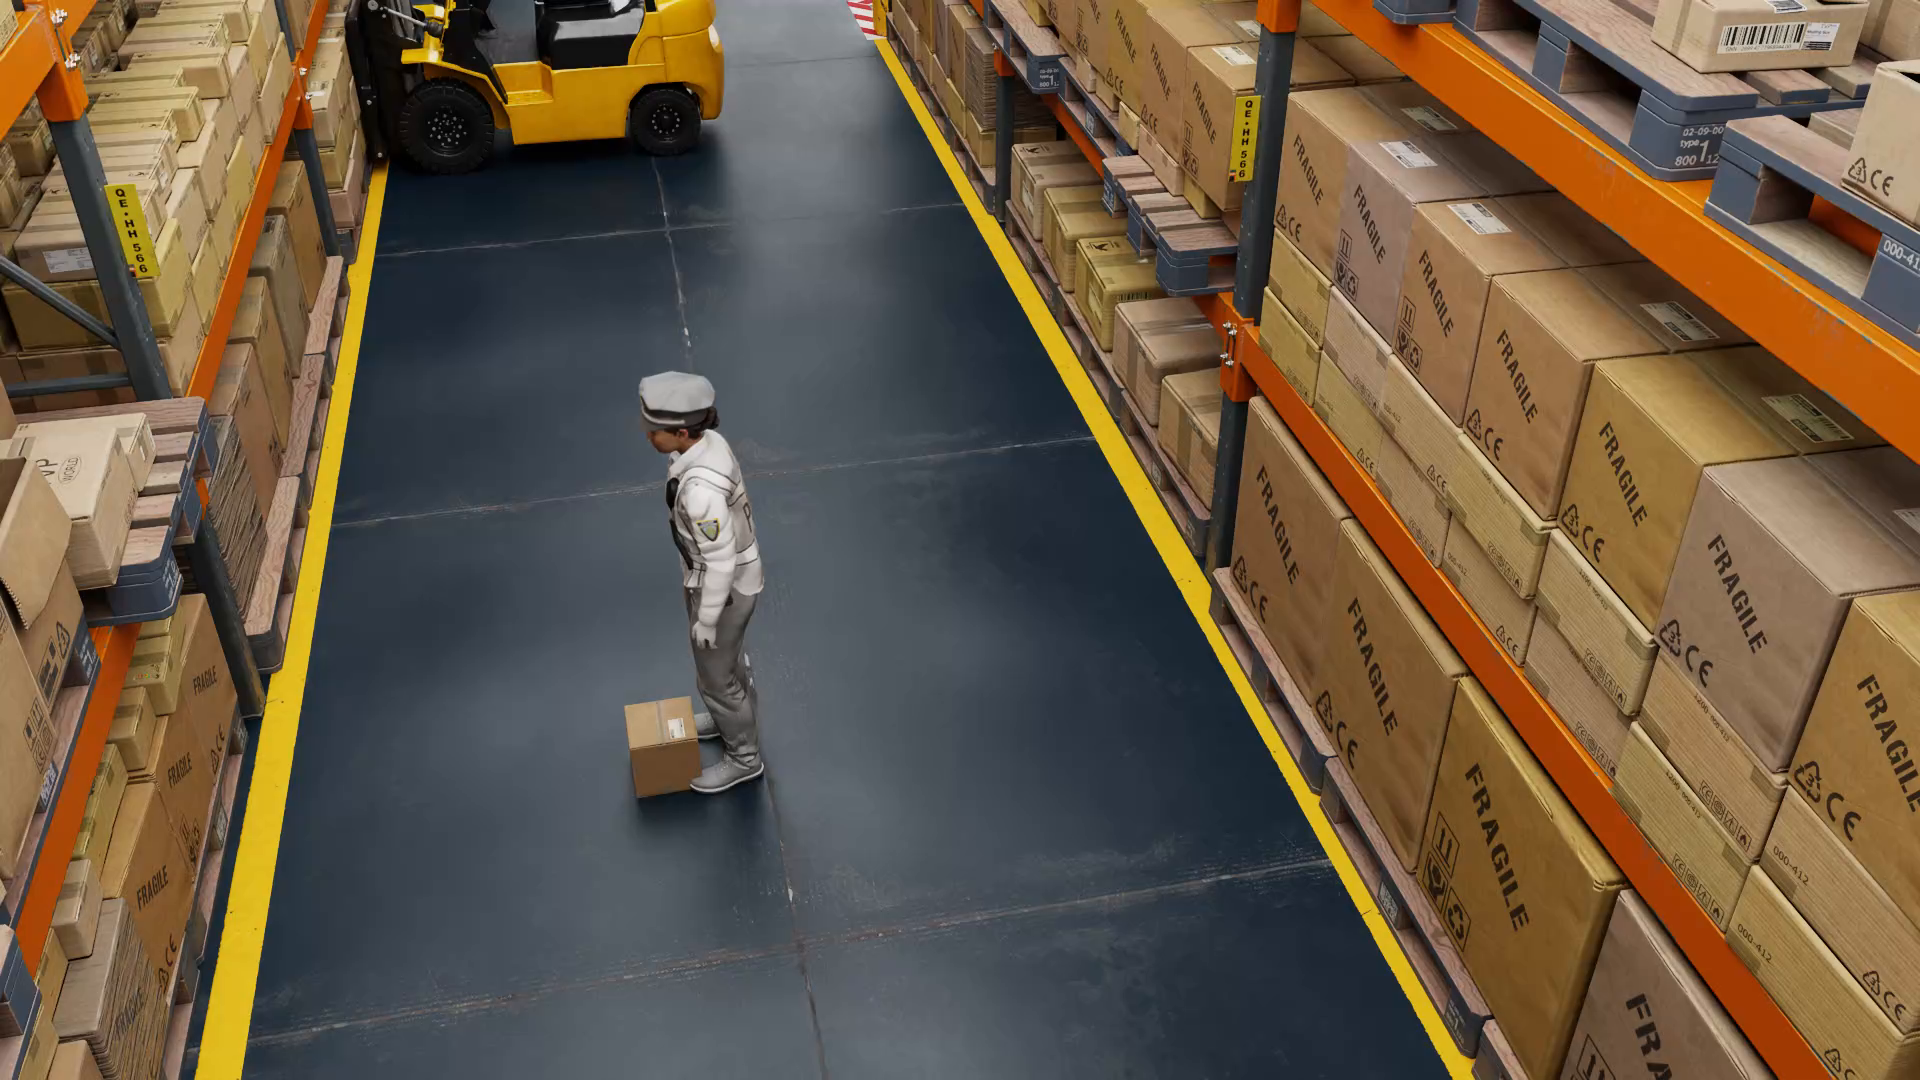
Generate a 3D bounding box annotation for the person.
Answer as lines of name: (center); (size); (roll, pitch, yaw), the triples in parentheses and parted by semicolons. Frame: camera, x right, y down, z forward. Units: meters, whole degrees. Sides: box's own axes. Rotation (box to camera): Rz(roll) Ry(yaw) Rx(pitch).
person: (-0.884, 0.160, 5.908); (0.371, 1.664, 0.529); (-7, 35, -10)
